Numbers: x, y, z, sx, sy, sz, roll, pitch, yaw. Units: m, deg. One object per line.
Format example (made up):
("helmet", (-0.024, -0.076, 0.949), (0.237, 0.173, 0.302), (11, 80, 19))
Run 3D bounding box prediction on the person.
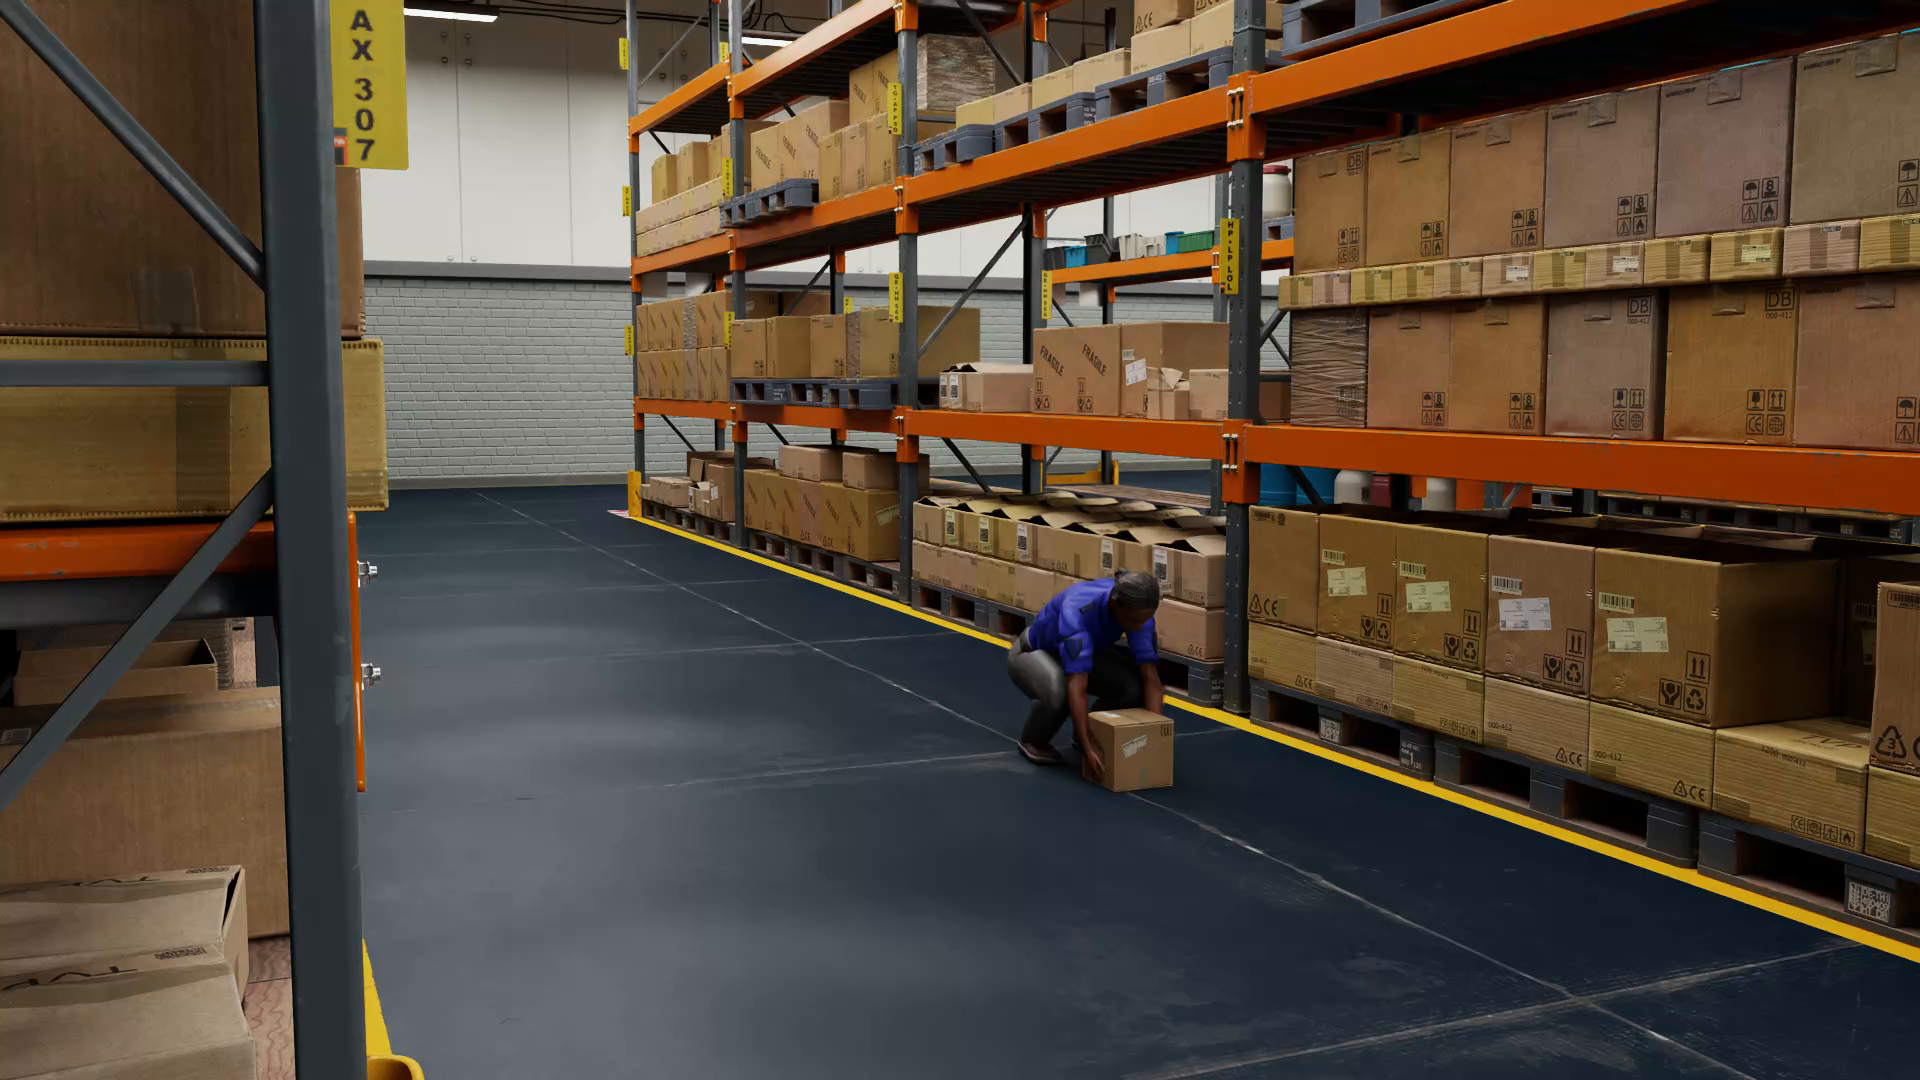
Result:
("person", (0.500, 0.497, 6.509), (0.480, 0.797, 0.812), (-2, 6, -24))
